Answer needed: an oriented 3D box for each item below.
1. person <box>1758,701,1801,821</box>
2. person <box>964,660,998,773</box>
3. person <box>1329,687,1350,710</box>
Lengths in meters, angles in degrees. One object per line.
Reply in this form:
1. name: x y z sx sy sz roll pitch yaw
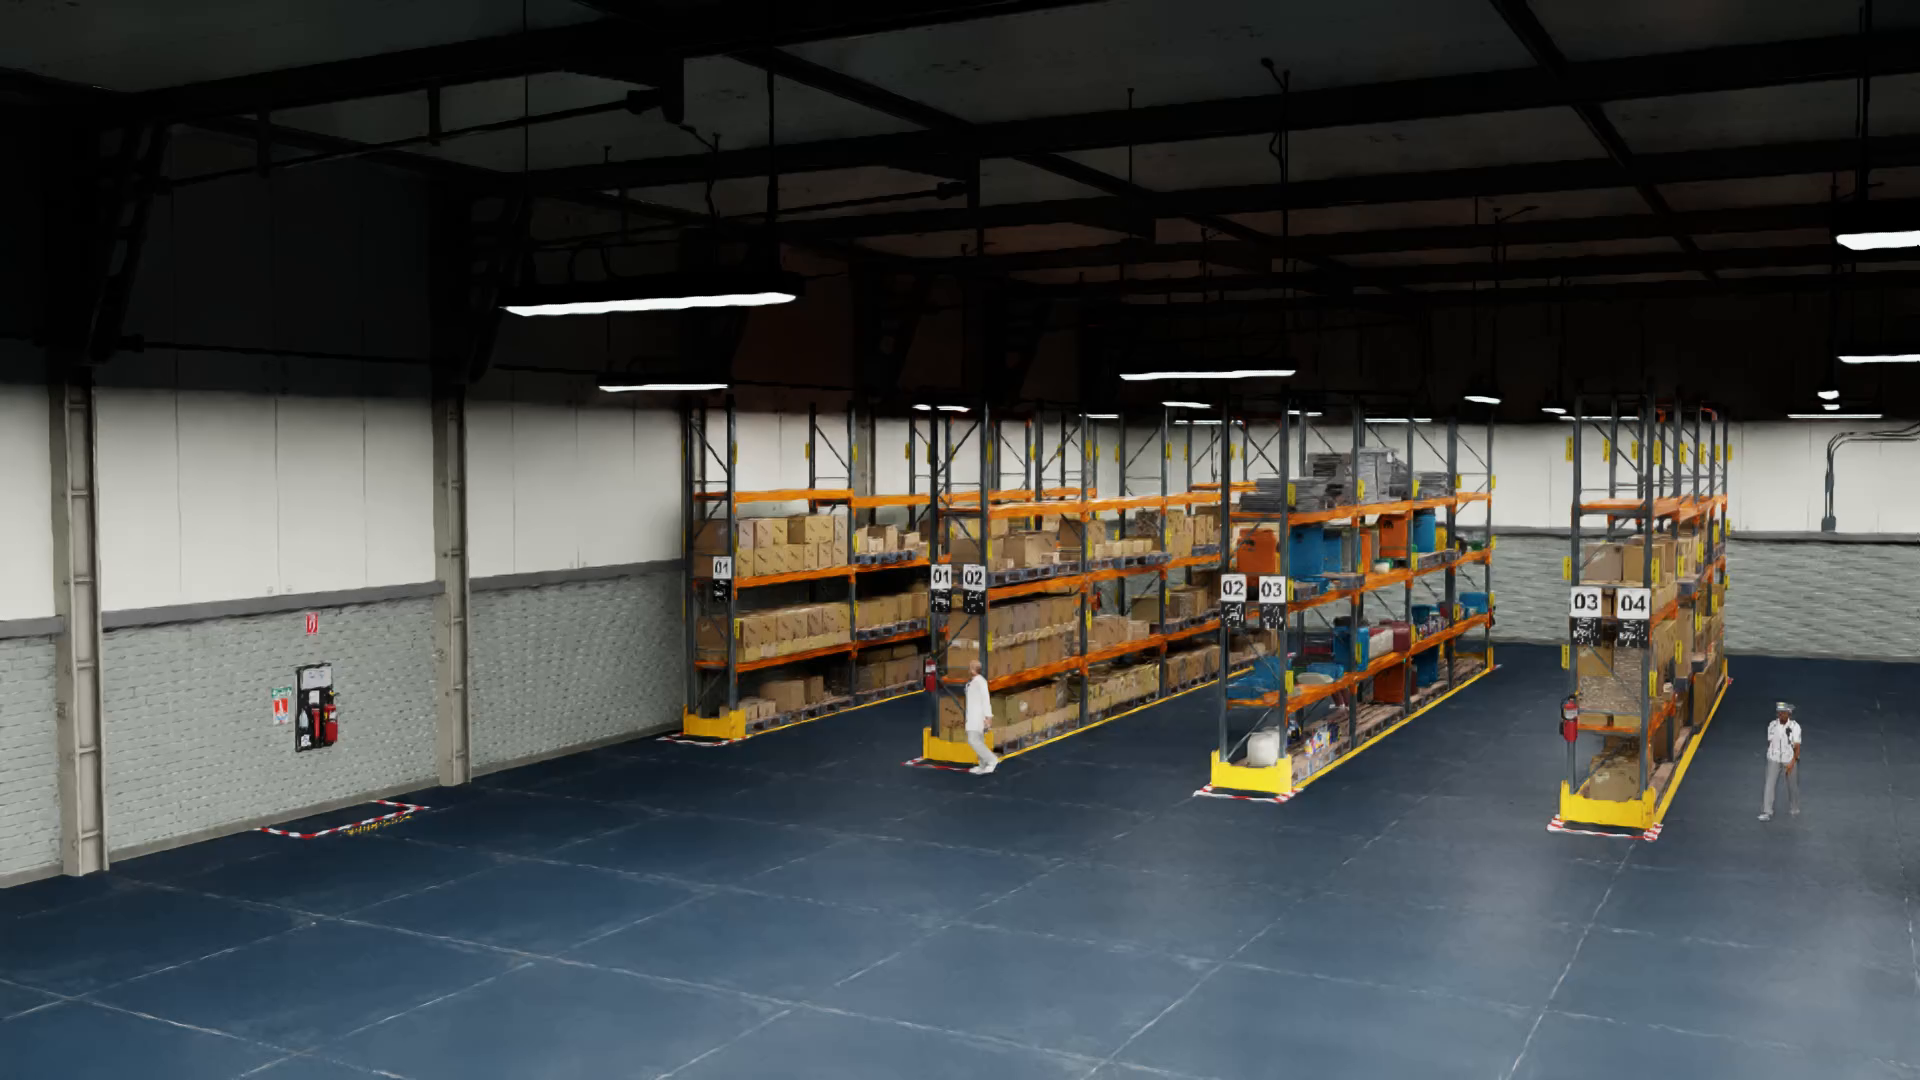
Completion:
1. person: 11.183 2.984 22.579 0.443 1.621 1.001 2 4 38
2. person: 0.309 2.754 25.848 0.542 1.764 0.717 -1 3 -13
3. person: 7.137 2.372 31.122 0.471 1.590 0.521 0 3 -9
